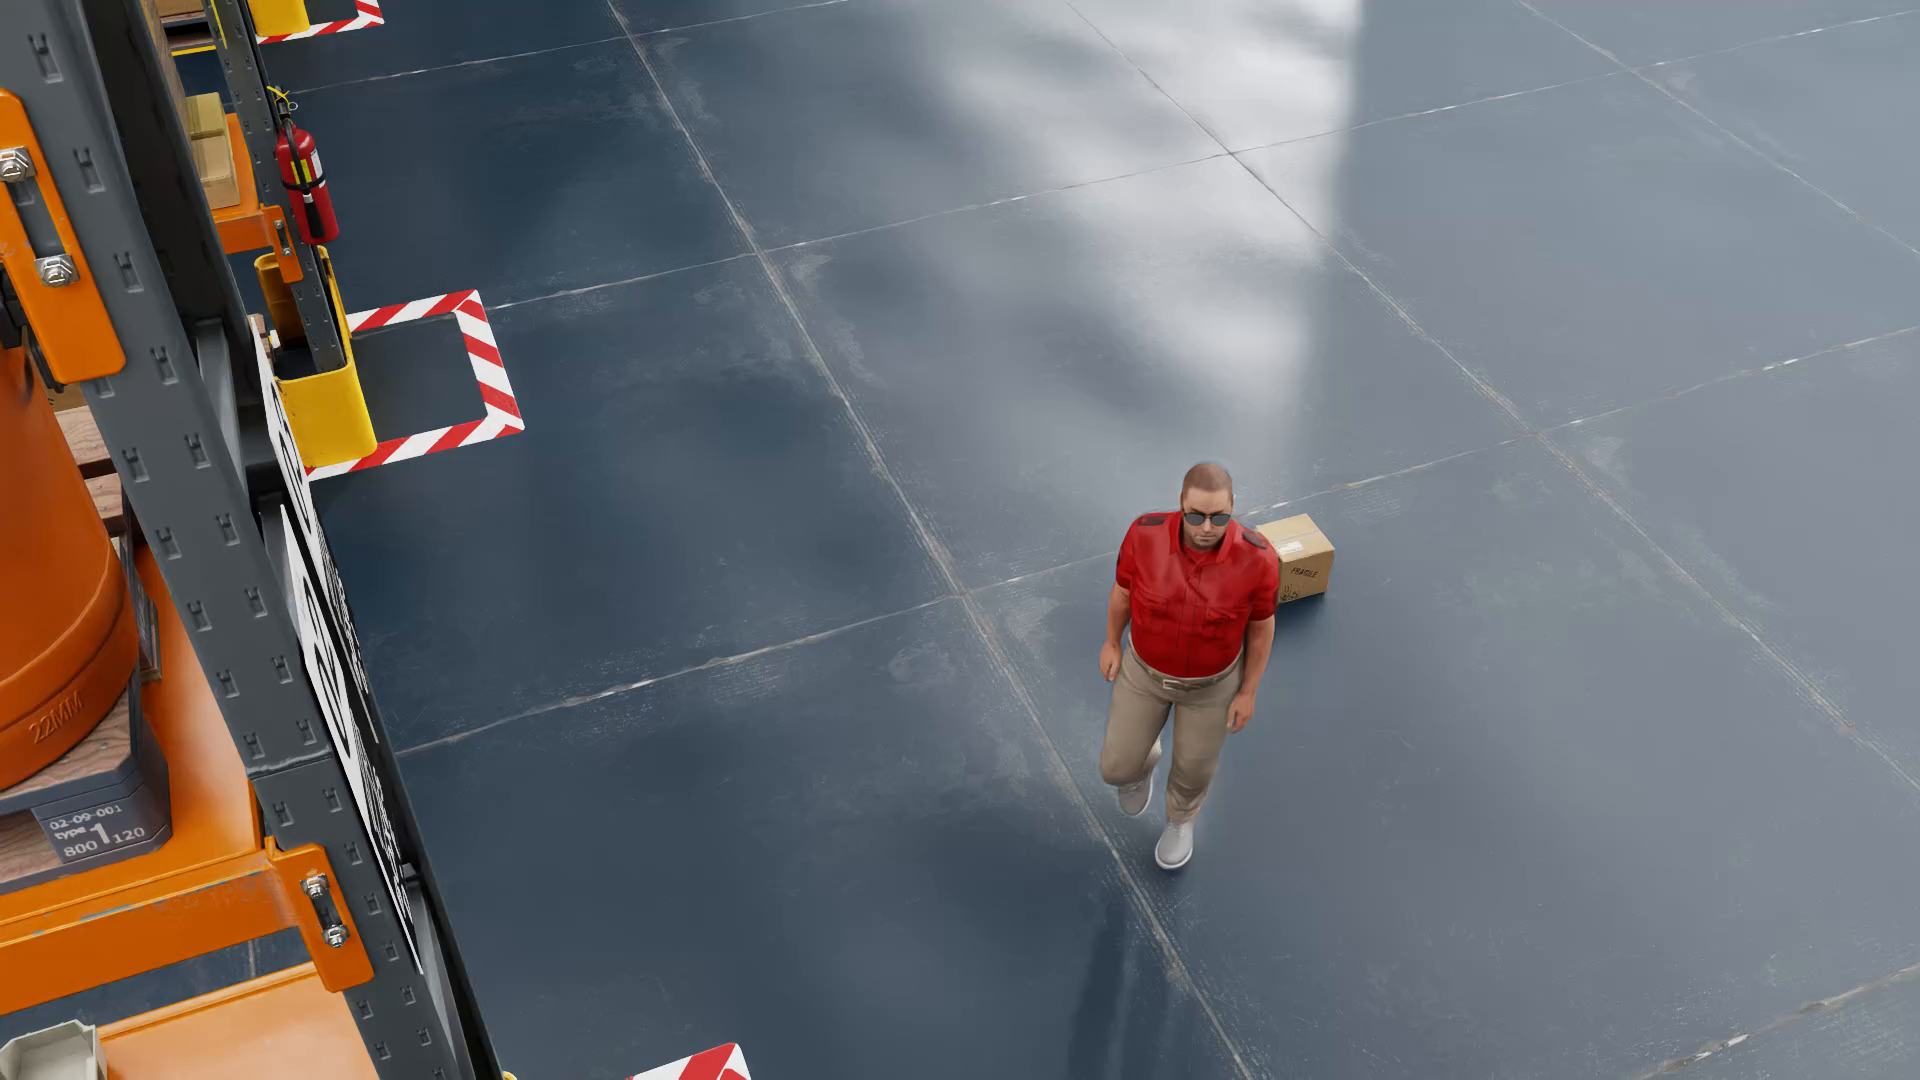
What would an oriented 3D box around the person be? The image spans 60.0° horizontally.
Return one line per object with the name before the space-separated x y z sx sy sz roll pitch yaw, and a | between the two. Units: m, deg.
person | 0.746 0.448 5.637 0.571 1.735 0.483 9 42 10
